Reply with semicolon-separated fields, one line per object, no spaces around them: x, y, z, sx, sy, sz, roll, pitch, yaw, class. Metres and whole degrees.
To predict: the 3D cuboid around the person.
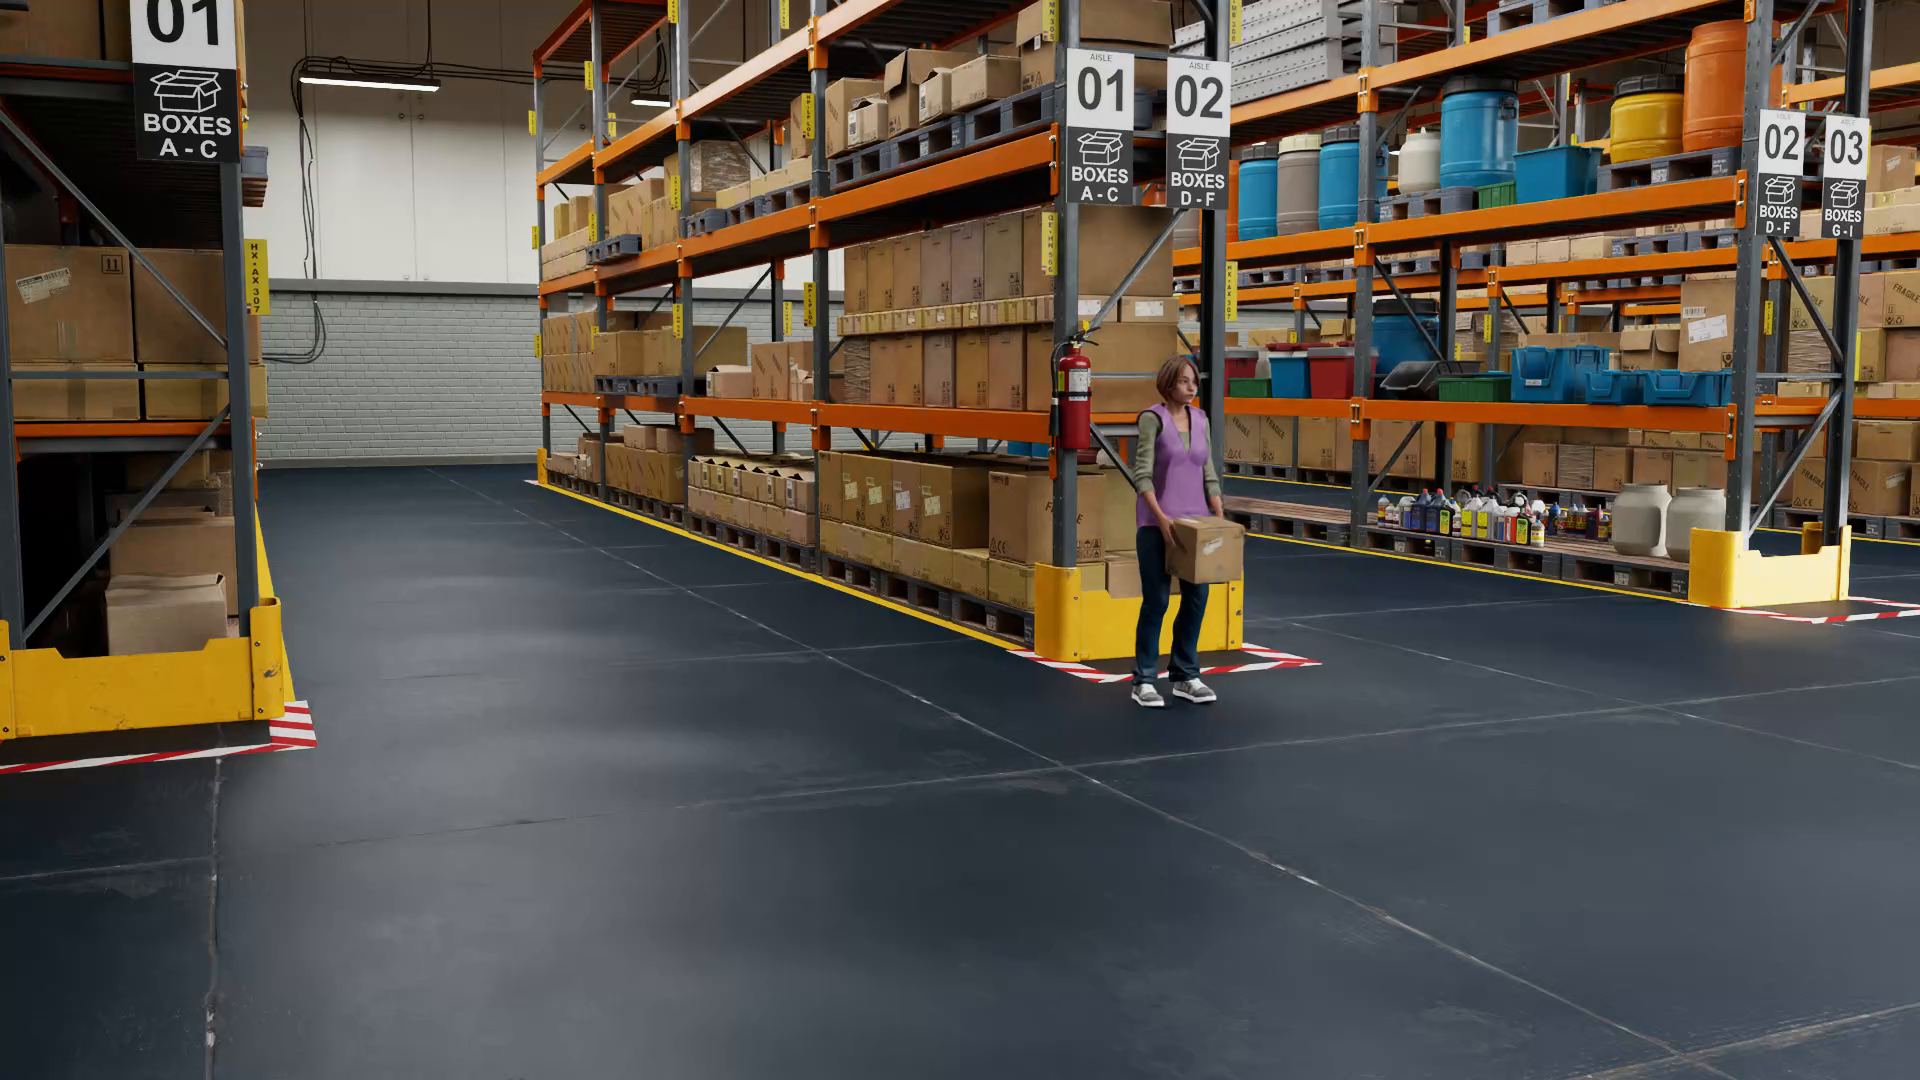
1.001;-0.046;7.638;0.444;1.602;0.384;-3;6;-25;person
